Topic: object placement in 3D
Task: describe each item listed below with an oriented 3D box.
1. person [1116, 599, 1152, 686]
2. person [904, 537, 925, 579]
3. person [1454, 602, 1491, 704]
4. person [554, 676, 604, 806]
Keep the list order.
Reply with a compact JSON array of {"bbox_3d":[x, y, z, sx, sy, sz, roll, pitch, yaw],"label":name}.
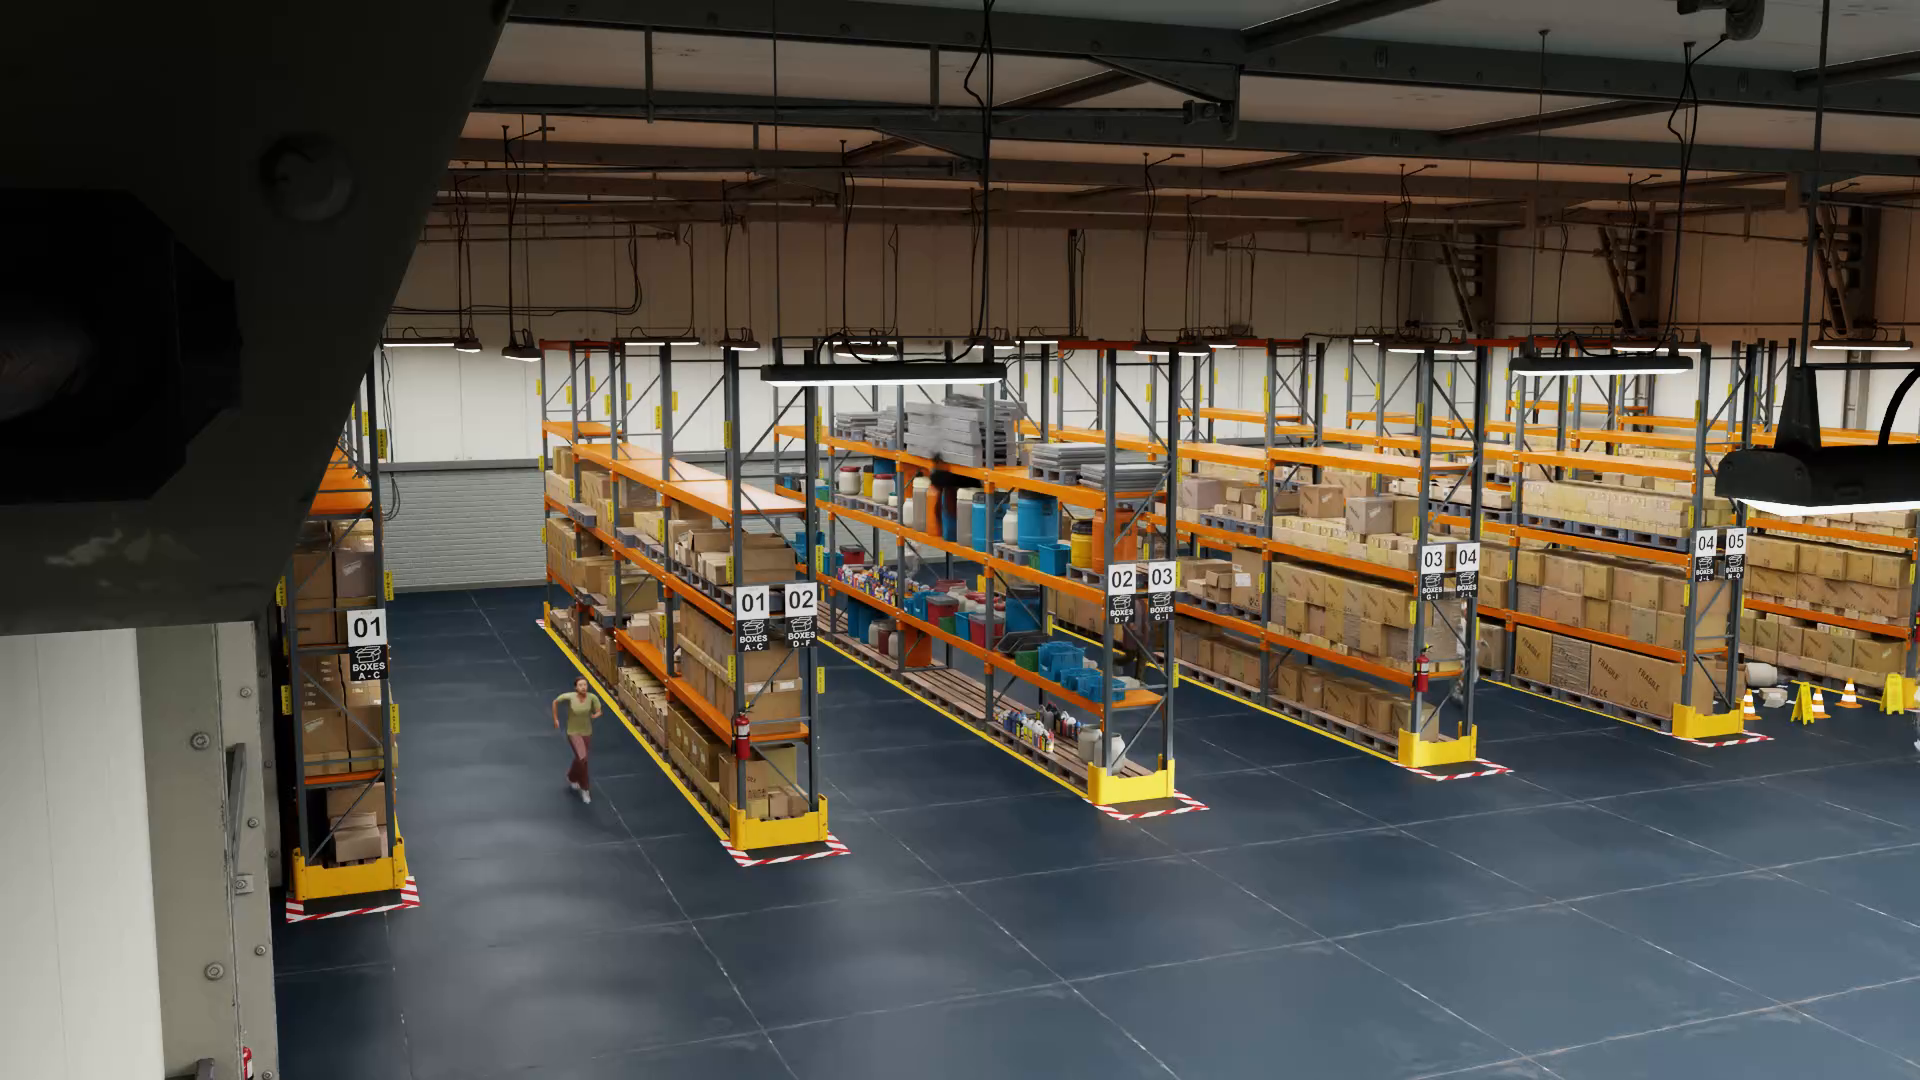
[{"bbox_3d":[3.068,1.681,29.152,0.708,1.748,0.875,-4,8,-26],"label":"person"},{"bbox_3d":[-1.118,0.317,39.540,0.556,1.736,0.720,-2,8,-15],"label":"person"},{"bbox_3d":[8.452,1.882,27.464,0.653,1.746,0.640,-5,9,-35],"label":"person"},{"bbox_3d":[-5.079,2.631,22.228,0.599,1.703,0.883,-4,9,-30],"label":"person"}]
